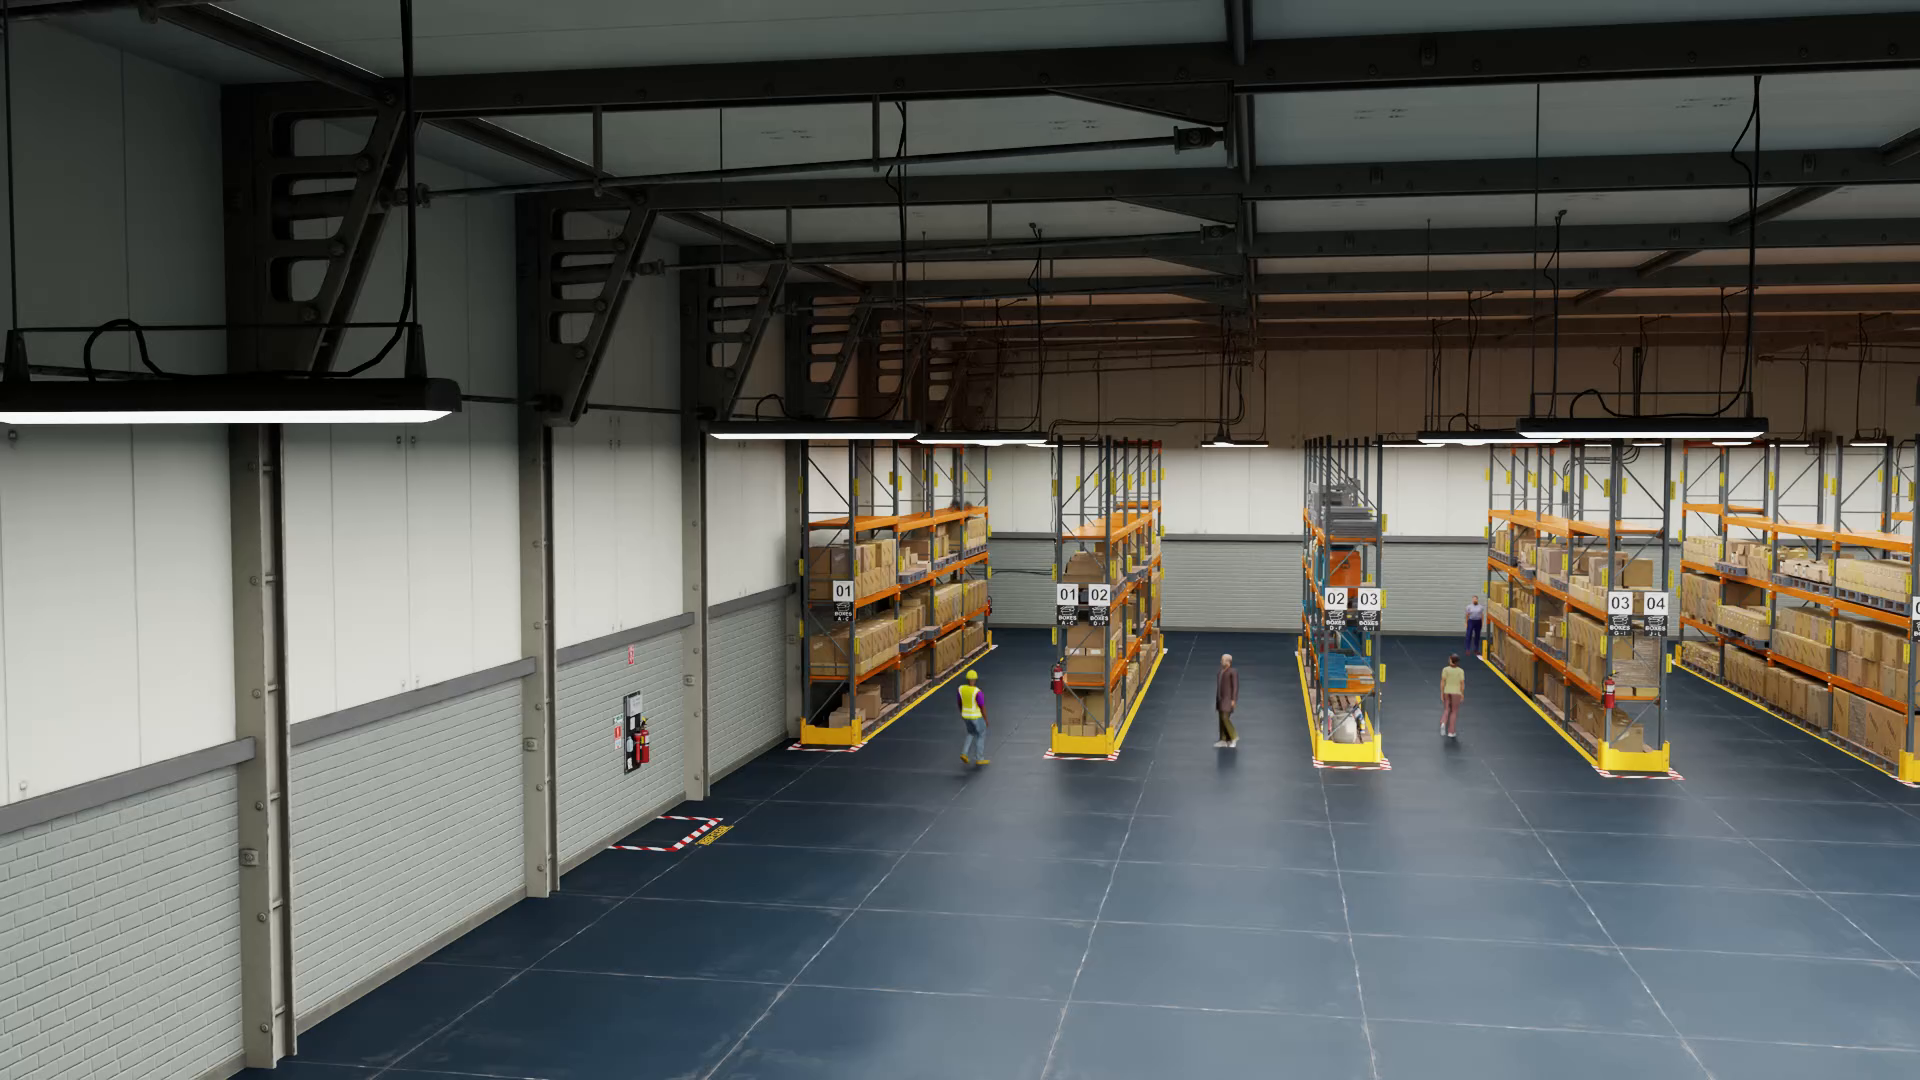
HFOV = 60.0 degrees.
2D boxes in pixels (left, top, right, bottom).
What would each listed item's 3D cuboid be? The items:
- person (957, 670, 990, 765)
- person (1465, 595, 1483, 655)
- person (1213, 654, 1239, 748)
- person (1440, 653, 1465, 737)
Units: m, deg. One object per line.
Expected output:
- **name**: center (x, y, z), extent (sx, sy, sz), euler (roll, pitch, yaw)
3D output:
- **person**: center (0.254, 3.236, 30.321), extent (0.647, 1.760, 0.558), euler (3, 4, 43)
- **person**: center (14.426, 2.386, 46.607), extent (0.515, 1.669, 0.493), euler (0, 3, 5)
- **person**: center (5.117, 3.092, 32.002), extent (0.481, 1.782, 0.635), euler (-1, 3, -21)
- **person**: center (9.794, 3.086, 33.063), extent (0.484, 1.664, 0.445), euler (-3, 4, -45)
